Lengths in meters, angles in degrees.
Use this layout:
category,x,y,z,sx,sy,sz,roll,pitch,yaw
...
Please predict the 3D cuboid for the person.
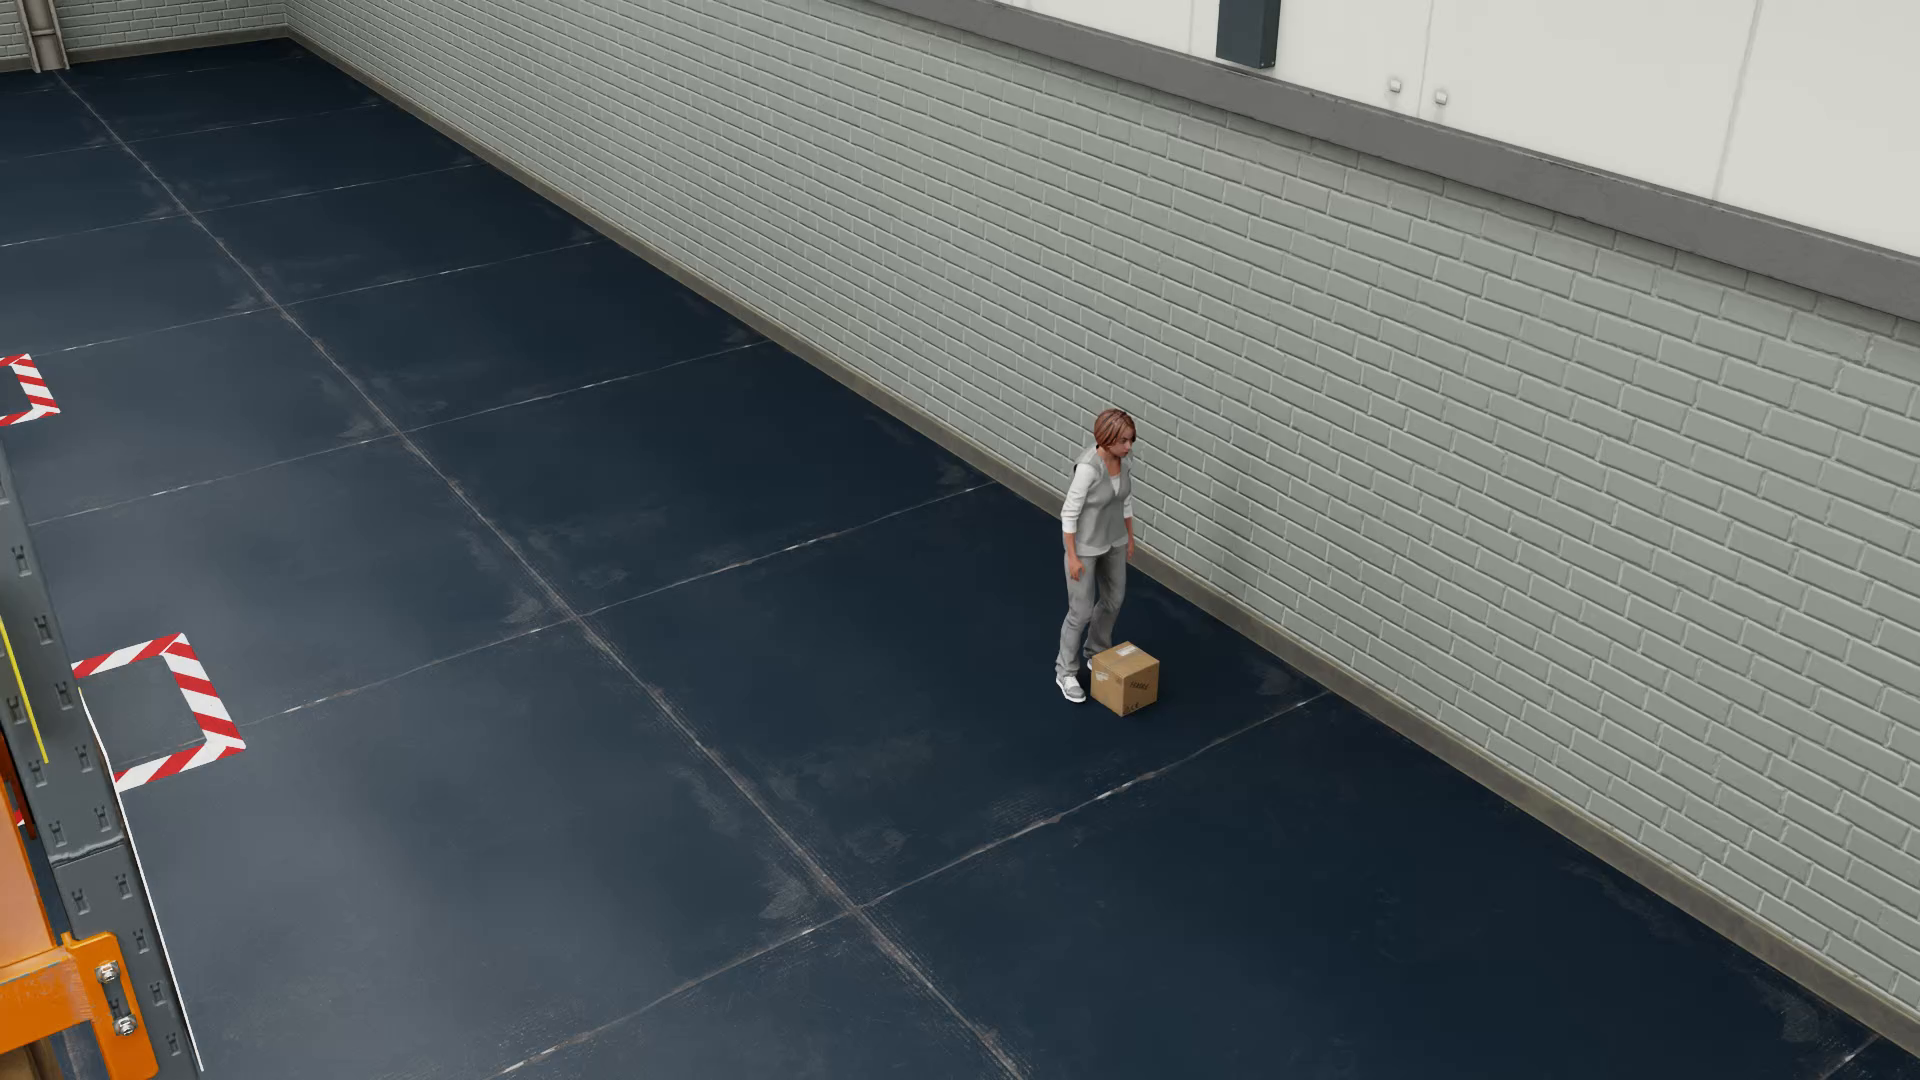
category,x,y,z,sx,sy,sz,roll,pitch,yaw
person,0.707,0.046,8.553,0.486,1.593,0.344,-21,35,-33
